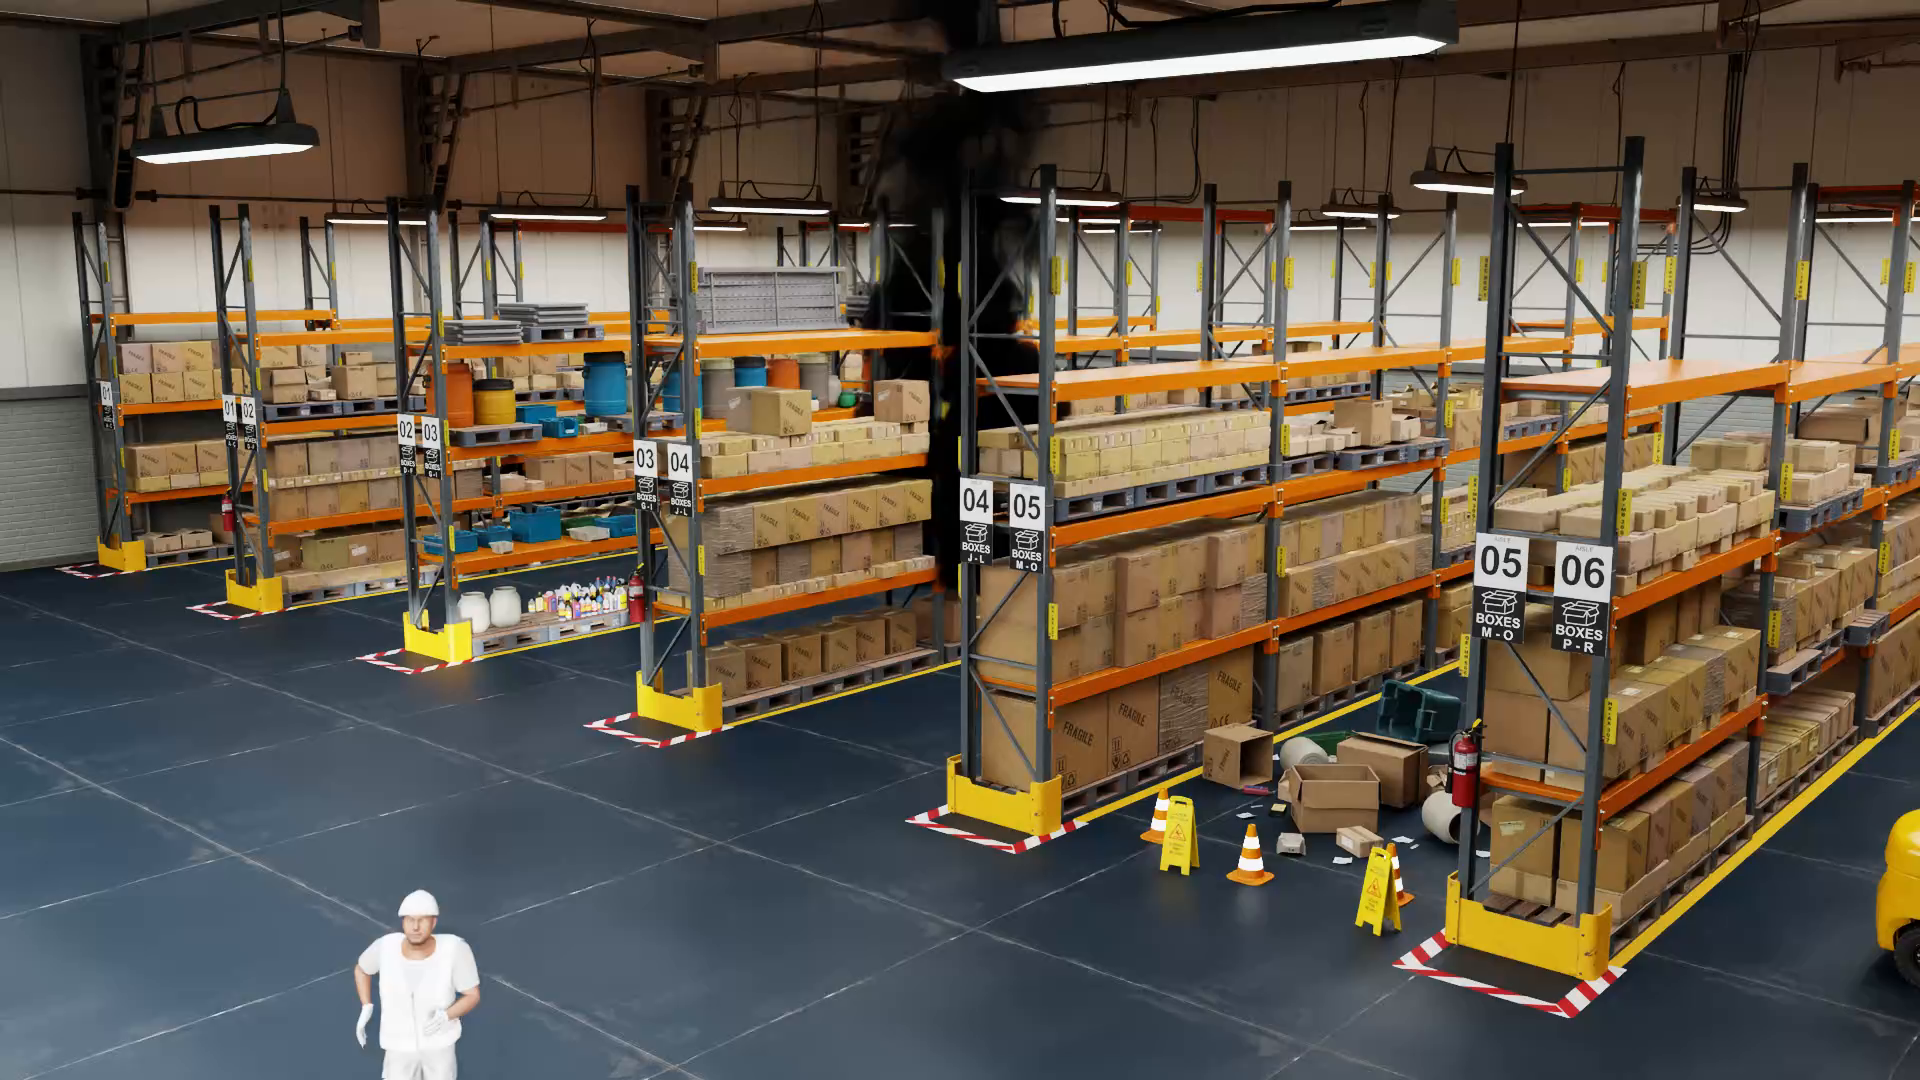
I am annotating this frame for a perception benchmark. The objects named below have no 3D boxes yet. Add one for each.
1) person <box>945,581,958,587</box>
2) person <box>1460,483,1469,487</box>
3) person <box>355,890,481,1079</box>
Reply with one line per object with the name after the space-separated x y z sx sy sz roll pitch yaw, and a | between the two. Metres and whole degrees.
-0.156 -0.051 24.822 0.576 1.799 0.702 6 11 30 | person
8.048 -0.089 26.575 0.570 1.662 0.958 6 11 34 | person
-2.983 2.793 9.172 0.681 1.753 0.663 -2 10 -14 | person
